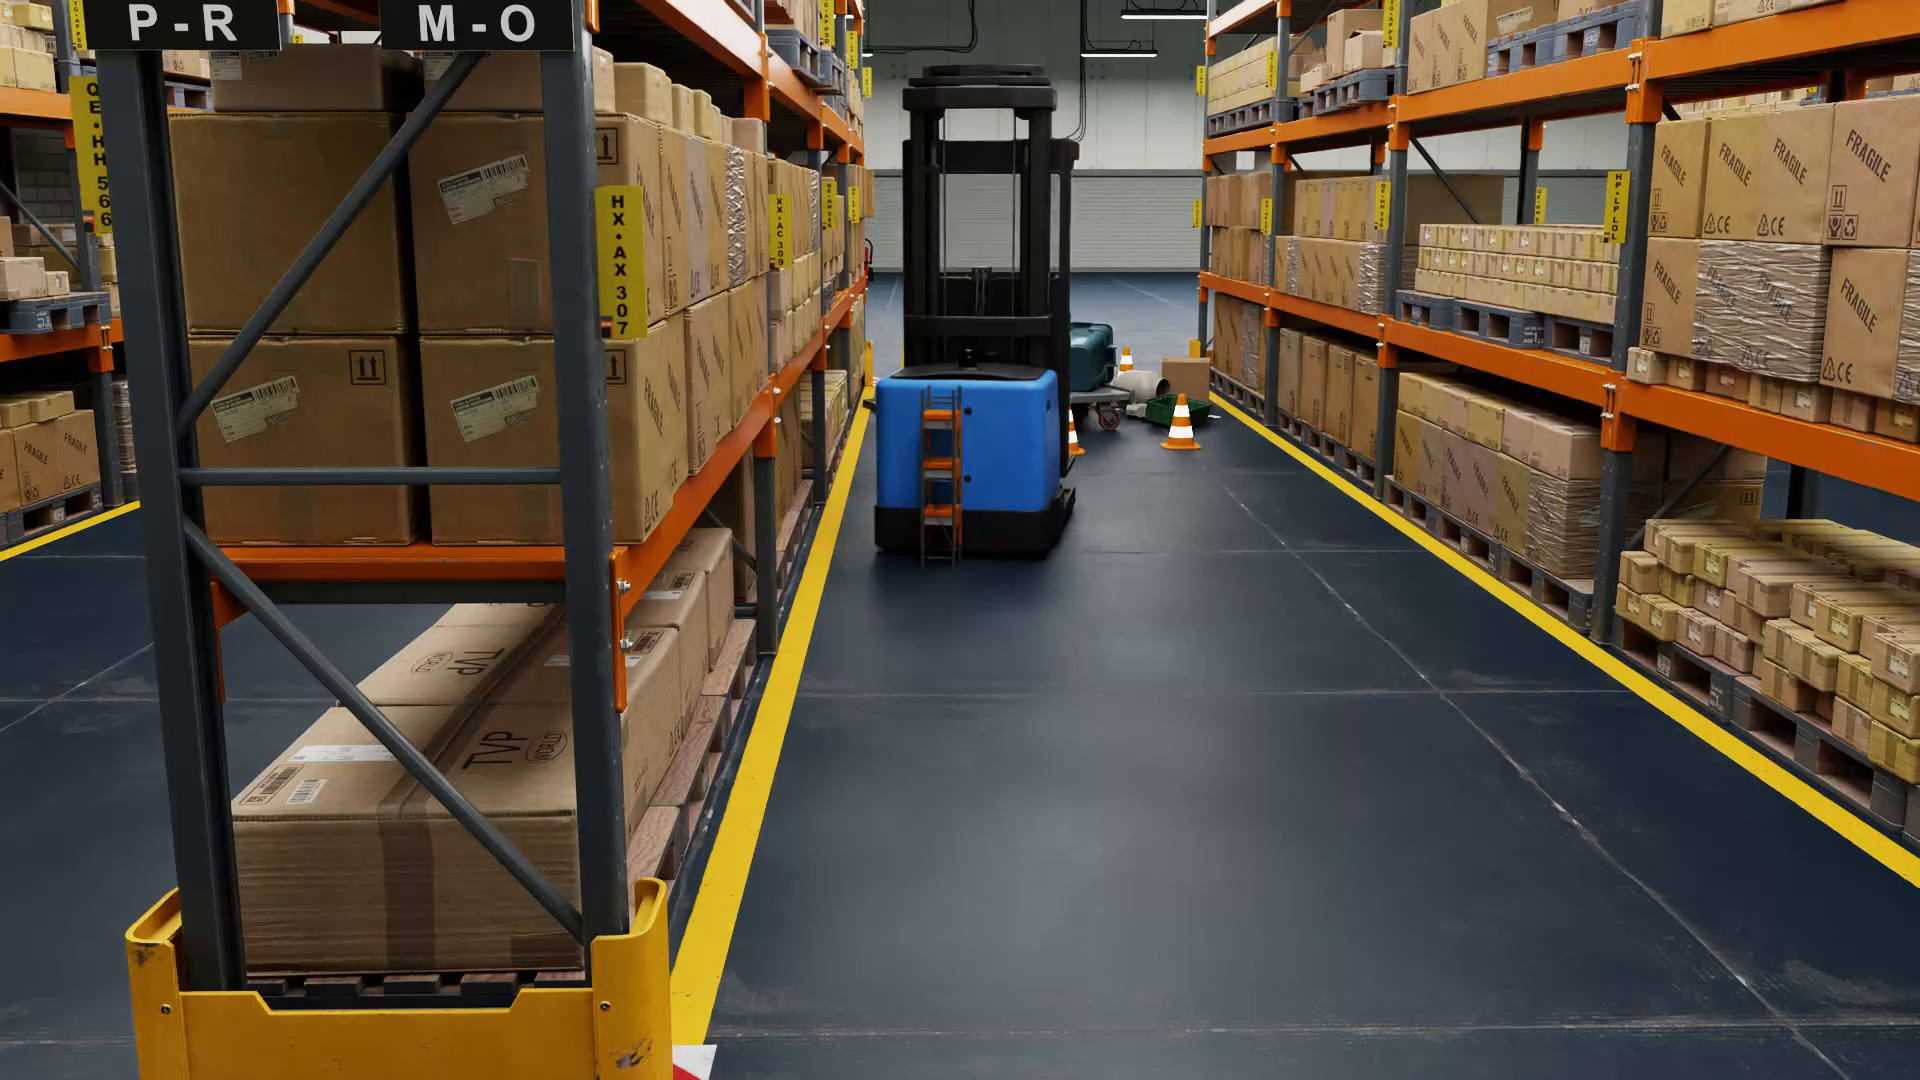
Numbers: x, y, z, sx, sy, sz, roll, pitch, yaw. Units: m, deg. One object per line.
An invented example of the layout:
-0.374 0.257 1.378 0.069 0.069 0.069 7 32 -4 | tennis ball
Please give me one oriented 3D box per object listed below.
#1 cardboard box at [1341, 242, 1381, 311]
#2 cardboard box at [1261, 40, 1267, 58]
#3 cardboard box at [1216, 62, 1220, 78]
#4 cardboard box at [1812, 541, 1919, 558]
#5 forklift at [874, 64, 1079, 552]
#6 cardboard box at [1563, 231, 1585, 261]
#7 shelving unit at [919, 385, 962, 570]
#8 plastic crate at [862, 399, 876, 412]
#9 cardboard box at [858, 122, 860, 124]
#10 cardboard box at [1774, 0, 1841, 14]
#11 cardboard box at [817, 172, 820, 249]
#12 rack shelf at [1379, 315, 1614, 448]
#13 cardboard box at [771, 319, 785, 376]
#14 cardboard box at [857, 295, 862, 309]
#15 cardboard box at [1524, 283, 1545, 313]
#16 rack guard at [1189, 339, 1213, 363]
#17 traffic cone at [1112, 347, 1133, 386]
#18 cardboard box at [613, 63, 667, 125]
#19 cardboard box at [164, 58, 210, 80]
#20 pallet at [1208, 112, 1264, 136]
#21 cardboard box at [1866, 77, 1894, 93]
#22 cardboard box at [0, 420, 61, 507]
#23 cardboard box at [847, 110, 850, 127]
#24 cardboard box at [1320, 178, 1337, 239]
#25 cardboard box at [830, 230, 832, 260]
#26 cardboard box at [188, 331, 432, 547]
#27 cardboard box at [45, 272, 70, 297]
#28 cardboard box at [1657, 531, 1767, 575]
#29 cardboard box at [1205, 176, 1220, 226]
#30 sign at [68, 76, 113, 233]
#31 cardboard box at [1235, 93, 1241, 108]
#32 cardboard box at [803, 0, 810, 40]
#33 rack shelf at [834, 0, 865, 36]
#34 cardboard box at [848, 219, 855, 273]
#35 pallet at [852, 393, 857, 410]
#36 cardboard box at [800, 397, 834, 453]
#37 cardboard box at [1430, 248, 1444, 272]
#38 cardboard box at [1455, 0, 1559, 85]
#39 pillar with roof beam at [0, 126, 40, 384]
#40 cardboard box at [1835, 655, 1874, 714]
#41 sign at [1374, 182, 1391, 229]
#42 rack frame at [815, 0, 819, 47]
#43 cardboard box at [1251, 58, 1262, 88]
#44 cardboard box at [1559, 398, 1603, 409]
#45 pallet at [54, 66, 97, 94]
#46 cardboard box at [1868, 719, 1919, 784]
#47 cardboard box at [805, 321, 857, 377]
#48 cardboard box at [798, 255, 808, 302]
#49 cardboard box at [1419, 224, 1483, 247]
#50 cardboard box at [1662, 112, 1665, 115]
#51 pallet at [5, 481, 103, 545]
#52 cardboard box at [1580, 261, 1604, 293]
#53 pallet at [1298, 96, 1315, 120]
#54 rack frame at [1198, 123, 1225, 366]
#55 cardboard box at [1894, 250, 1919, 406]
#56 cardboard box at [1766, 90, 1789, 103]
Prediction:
3.210 -2.001 12.624 0.500 0.500 0.500 0 11 -1 | cardboard box
3.083 -4.673 15.825 0.380 0.149 0.250 0 11 -1 | cardboard box
3.030 -5.178 18.314 0.380 0.149 0.250 0 11 -2 | cardboard box
3.905 0.101 7.136 0.380 0.149 0.250 0 11 -2 | cardboard box
0.209 -1.609 11.116 1.130 2.935 3.031 2 12 8 | forklift
3.366 -1.527 8.620 0.380 0.149 0.250 -1 11 -3 | cardboard box
-0.109 -0.365 9.720 0.215 1.050 0.252 2 12 8 | shelving unit
-0.745 -1.403 17.275 0.402 0.080 0.583 -4 12 -21 | plastic crate
-1.339 -4.655 18.047 0.500 0.250 0.500 0 11 -2 | cardboard box
3.336 -2.069 6.047 0.500 0.250 0.500 0 11 1 | cardboard box
-1.178 -2.161 10.900 0.500 0.500 0.500 -1 11 -3 | cardboard box
3.538 -1.014 9.822 1.077 0.370 4.000 0 11 -1 | rack shelf
-1.112 -0.943 8.043 0.500 0.250 0.500 -1 11 -2 | cardboard box
-1.261 -2.577 18.057 0.380 0.149 0.250 0 11 0 | cardboard box
3.348 -1.336 9.176 0.380 0.149 0.250 -1 11 -4 | cardboard box
3.331 -2.134 19.820 1.175 0.500 0.348 0 11 -1 | rack guard
1.923 -2.000 19.252 0.336 0.463 0.334 0 11 -1 | traffic cone
-0.982 -1.166 4.364 0.380 0.149 0.250 0 11 1 | cardboard box
-6.153 -3.729 13.174 0.380 0.149 0.250 0 11 -2 | cardboard box
3.357 -4.633 18.532 1.003 0.211 1.213 0 11 -1 | pallet
8.286 -4.192 14.818 0.797 0.503 0.637 -1 11 -4 | cardboard box
-6.189 -0.501 10.713 0.500 0.500 0.500 0 11 -2 | cardboard box
-1.241 -3.981 15.725 0.380 0.149 0.250 0 11 -1 | cardboard box
3.453 -2.797 14.034 0.700 0.500 0.500 0 11 -1 | cardboard box
-1.263 -2.424 12.906 0.500 0.500 0.500 0 11 0 | cardboard box
-1.559 -0.277 4.129 0.500 0.500 0.500 0 11 -1 | cardboard box
-6.015 -1.656 10.754 0.380 0.149 0.250 0 11 0 | cardboard box
3.326 0.055 7.360 0.380 0.149 0.250 0 11 2 | cardboard box
3.301 -3.883 19.062 0.875 0.550 0.550 0 11 -1 | cardboard box
-1.827 -0.817 3.536 0.100 0.325 0.005 0 11 -1 | sign
3.055 -4.535 17.150 0.380 0.149 0.250 0 11 -1 | cardboard box
-1.123 -3.099 9.440 0.500 0.500 0.500 0 11 -1 | cardboard box
-1.574 -5.502 16.865 1.077 0.370 4.000 0 11 -1 | rack shelf
-1.263 -2.802 15.827 0.500 0.500 0.500 0 11 -1 | cardboard box
-1.610 -1.529 17.563 1.003 0.211 1.213 0 11 -1 | pallet
-1.475 -0.901 13.007 0.950 0.372 0.625 0 11 -2 | cardboard box
3.314 -1.842 10.920 0.380 0.149 0.250 0 11 2 | cardboard box
3.276 -2.970 9.857 0.500 0.500 0.500 0 11 -1 | cardboard box
-3.036 -4.916 12.156 9.100 9.000 0.400 0 11 -1 | pillar with roof beam
3.343 0.511 5.862 0.380 0.149 0.250 0 11 2 | cardboard box
2.942 -2.329 11.580 0.100 0.325 0.005 0 11 -1 | sign
-1.450 -4.664 10.914 1.000 3.000 0.127 0 11 -1 | rack frame
3.137 -4.554 16.237 0.500 0.250 0.500 0 11 -1 | cardboard box
3.809 -0.672 9.674 0.500 0.250 0.500 0 11 1 | cardboard box
-6.516 -3.214 11.790 1.213 0.211 1.003 0 11 1 | pallet
3.331 0.711 5.625 0.380 0.149 0.250 -1 11 -4 | cardboard box
-1.275 -1.863 16.170 0.500 0.500 0.500 0 11 2 | cardboard box
-1.130 -1.493 9.494 0.500 0.250 0.500 -1 11 -3 | cardboard box
3.313 -2.045 11.173 0.380 0.149 0.250 0 11 -1 | cardboard box
7.976 -4.839 18.696 0.380 0.149 0.250 0 11 0 | cardboard box
-6.435 -0.187 10.951 1.003 0.211 1.213 0 11 -1 | pallet
3.367 -1.328 8.388 0.380 0.149 0.250 0 11 -1 | cardboard box
3.483 -3.753 14.453 0.805 0.209 1.217 -1 11 -3 | pallet
3.332 -3.354 19.548 1.000 3.000 0.127 0 11 -1 | rack frame
3.370 -0.660 5.268 0.500 0.500 0.500 0 11 -1 | cardboard box
8.074 -4.318 16.128 0.380 0.149 0.250 -1 11 -4 | cardboard box
